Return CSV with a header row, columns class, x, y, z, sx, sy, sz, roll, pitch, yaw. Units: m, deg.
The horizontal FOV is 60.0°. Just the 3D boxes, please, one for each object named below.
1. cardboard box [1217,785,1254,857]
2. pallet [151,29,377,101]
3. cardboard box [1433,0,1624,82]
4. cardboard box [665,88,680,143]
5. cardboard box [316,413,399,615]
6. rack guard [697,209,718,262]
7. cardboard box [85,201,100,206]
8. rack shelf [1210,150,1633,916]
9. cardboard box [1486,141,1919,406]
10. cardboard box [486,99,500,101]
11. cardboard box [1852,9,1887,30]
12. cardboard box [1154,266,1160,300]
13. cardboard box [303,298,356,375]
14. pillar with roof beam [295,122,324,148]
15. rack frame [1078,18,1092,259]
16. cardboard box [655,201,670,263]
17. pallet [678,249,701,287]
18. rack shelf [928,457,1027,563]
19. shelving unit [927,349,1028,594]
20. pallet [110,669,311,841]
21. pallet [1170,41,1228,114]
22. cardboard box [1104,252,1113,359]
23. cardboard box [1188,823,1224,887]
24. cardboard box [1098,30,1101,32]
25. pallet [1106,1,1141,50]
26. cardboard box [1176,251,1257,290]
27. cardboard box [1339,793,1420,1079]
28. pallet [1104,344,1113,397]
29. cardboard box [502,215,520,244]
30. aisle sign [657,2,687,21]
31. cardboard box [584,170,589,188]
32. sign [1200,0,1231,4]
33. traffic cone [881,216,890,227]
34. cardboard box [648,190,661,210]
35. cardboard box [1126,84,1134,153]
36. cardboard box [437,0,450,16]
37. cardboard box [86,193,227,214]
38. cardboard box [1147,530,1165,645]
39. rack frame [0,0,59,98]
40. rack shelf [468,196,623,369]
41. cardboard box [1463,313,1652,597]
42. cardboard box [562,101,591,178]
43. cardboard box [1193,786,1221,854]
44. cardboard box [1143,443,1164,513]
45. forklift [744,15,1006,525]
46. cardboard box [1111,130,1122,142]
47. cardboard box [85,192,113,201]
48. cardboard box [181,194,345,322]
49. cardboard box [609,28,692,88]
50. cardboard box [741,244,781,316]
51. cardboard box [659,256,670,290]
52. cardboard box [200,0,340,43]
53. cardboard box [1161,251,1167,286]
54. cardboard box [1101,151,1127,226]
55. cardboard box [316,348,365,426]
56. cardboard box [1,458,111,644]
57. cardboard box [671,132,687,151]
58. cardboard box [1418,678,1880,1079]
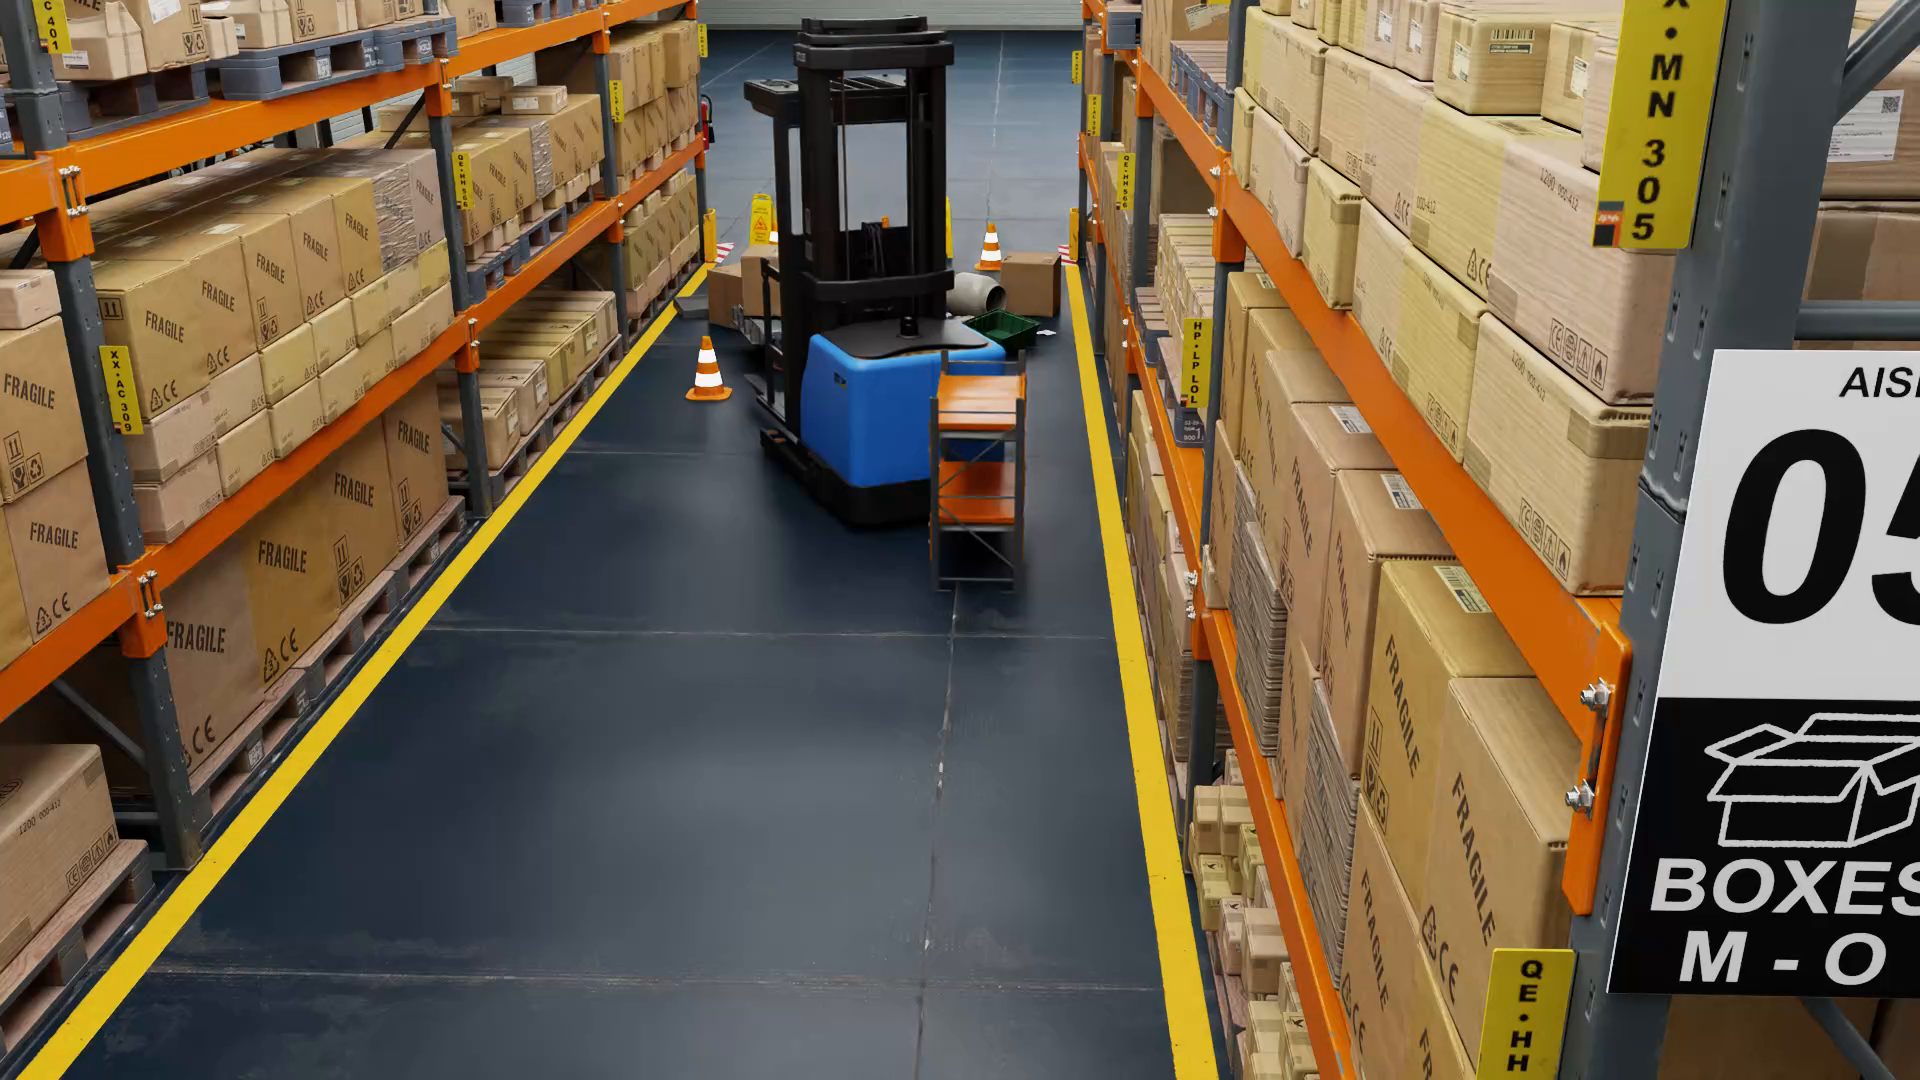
class,x,y,z,sx,sy,sz,roll,pitch,yaw
cardboard box,1.108,0.995,5.856,0.380,0.149,0.250,2,21,4
pallet,-3.434,-2.219,7.716,1.003,0.211,1.213,2,21,4
cardboard box,1.068,-0.875,2.957,0.380,0.149,0.250,0,21,0
cardboard box,-2.973,-4.063,15.805,0.500,0.500,0.500,1,21,1
cardboard box,-3.572,-0.180,8.704,0.875,0.875,0.875,1,21,2
rack guard,-3.195,-3.246,17.704,1.175,0.500,0.348,1,21,2
cardboard box,-7.918,-2.962,15.355,0.500,0.250,0.500,1,21,3
rack shelf,1.332,-0.422,3.818,1.077,0.370,4.000,1,21,2
cardboard box,1.031,-0.367,2.197,0.500,0.250,0.500,0,21,0
cardboard box,-3.616,-3.207,13.019,0.500,0.500,0.500,1,21,3
cardboard box,1.624,-0.775,2.699,0.380,0.149,0.250,1,21,2
cardboard box,1.299,-1.448,9.380,0.380,0.149,0.250,0,21,1
cardboard box,-3.220,-0.973,7.907,0.500,0.250,0.500,0,21,0
pillar with roof beam,-4.591,-9.169,21.221,9.100,9.000,0.400,1,21,2
rack frame,1.758,-4.421,17.277,1.000,3.000,0.127,1,21,2
cardboard box,-3.005,-2.848,15.405,0.500,0.500,0.500,2,21,4
pallet,-3.255,-2.818,17.000,1.003,0.211,1.213,1,21,2
rack shelf,0.114,-0.187,9.632,0.538,0.278,1.000,1,21,2
shelving unit,0.114,-0.415,9.544,0.538,1.125,1.048,1,21,2
pallet,-3.610,0.920,7.366,1.003,0.211,1.213,1,21,2
pallet,1.547,-1.990,7.124,1.213,0.211,1.003,1,21,2
cardboard box,1.707,-1.896,13.299,1.050,0.750,0.750,1,21,1
cardboard box,1.061,1.179,6.204,0.380,0.149,0.250,0,21,-1
cardboard box,1.783,-4.661,16.194,0.875,0.550,0.550,1,21,2
pallet,1.481,-3.072,9.915,1.213,0.211,1.003,2,21,4
cardboard box,1.274,-1.340,8.280,0.380,0.149,0.250,2,21,4
cardboard box,1.048,0.827,3.201,0.500,0.500,0.500,0,21,1
pallet,1.688,-1.395,13.332,1.003,0.211,1.213,1,21,2
cardboard box,-3.115,-2.040,10.907,0.380,0.149,0.250,1,21,2
aisle sign,-2.901,-5.670,16.902,0.394,0.787,0.004,1,21,2
cardboard box,-3.080,-2.787,12.832,0.380,0.149,0.250,0,21,0
sign,0.838,-1.910,5.399,0.100,0.325,0.005,1,21,2
traffic cone,-0.797,-3.197,17.630,0.336,0.463,0.334,1,21,2
cardboard box,-2.944,-3.097,15.151,0.380,0.149,0.250,2,21,5
cardboard box,1.613,-3.122,12.408,0.700,0.500,0.500,0,21,1
cardboard box,-3.249,-3.087,9.876,0.396,0.266,0.258,1,21,2
cardboard box,-3.751,-1.335,7.802,0.500,0.500,0.500,1,21,2
cardboard box,1.199,0.246,8.123,0.500,0.500,0.500,0,21,0
rack frame,-3.558,-2.897,5.055,1.000,3.000,0.127,1,21,2
rack shelf,-3.375,-1.934,11.862,1.077,0.370,4.000,1,21,2
cardboard box,1.021,-0.132,2.283,0.500,0.250,0.500,0,21,0
cardboard box,-3.113,-3.025,12.548,0.500,0.500,0.500,1,21,2
cardboard box,1.062,1.040,6.151,0.380,0.149,0.250,2,21,4
cardboard box,1.208,-0.300,8.493,0.500,0.250,0.500,1,21,2
forklift,-0.743,-1.958,11.023,1.130,2.935,3.031,-9,23,-21
cardboard box,1.635,-3.178,13.866,0.875,0.550,0.550,1,21,2
cardboard box,-8.418,-3.154,15.849,0.500,0.250,0.500,0,21,1
cardboard box,-3.242,-1.321,7.767,0.500,0.500,0.500,0,21,1
cardboard box,-2.926,-4.535,15.638,0.700,0.500,0.500,0,21,1
cardboard box,-1.535,-2.172,13.888,0.500,0.500,0.500,1,21,2
cardboard box,-3.008,-2.502,15.551,0.500,0.250,0.500,0,21,1
cardboard box,-3.200,-2.547,7.581,0.500,0.500,0.500,1,21,2
cardboard box,1.293,-1.475,9.040,0.380,0.149,0.250,2,21,4
cardboard box,1.337,-2.652,12.578,0.500,0.500,0.500,1,21,2
cardboard box,-3.211,-0.739,7.995,0.500,0.250,0.500,0,21,1
cardboard box,-3.317,0.024,5.683,0.500,0.500,0.500,1,21,2
cardboard box,-2.894,-3.906,16.295,0.380,0.149,0.250,1,21,3
cardboard box,1.037,0.544,2.548,0.500,0.500,0.500,0,21,1
